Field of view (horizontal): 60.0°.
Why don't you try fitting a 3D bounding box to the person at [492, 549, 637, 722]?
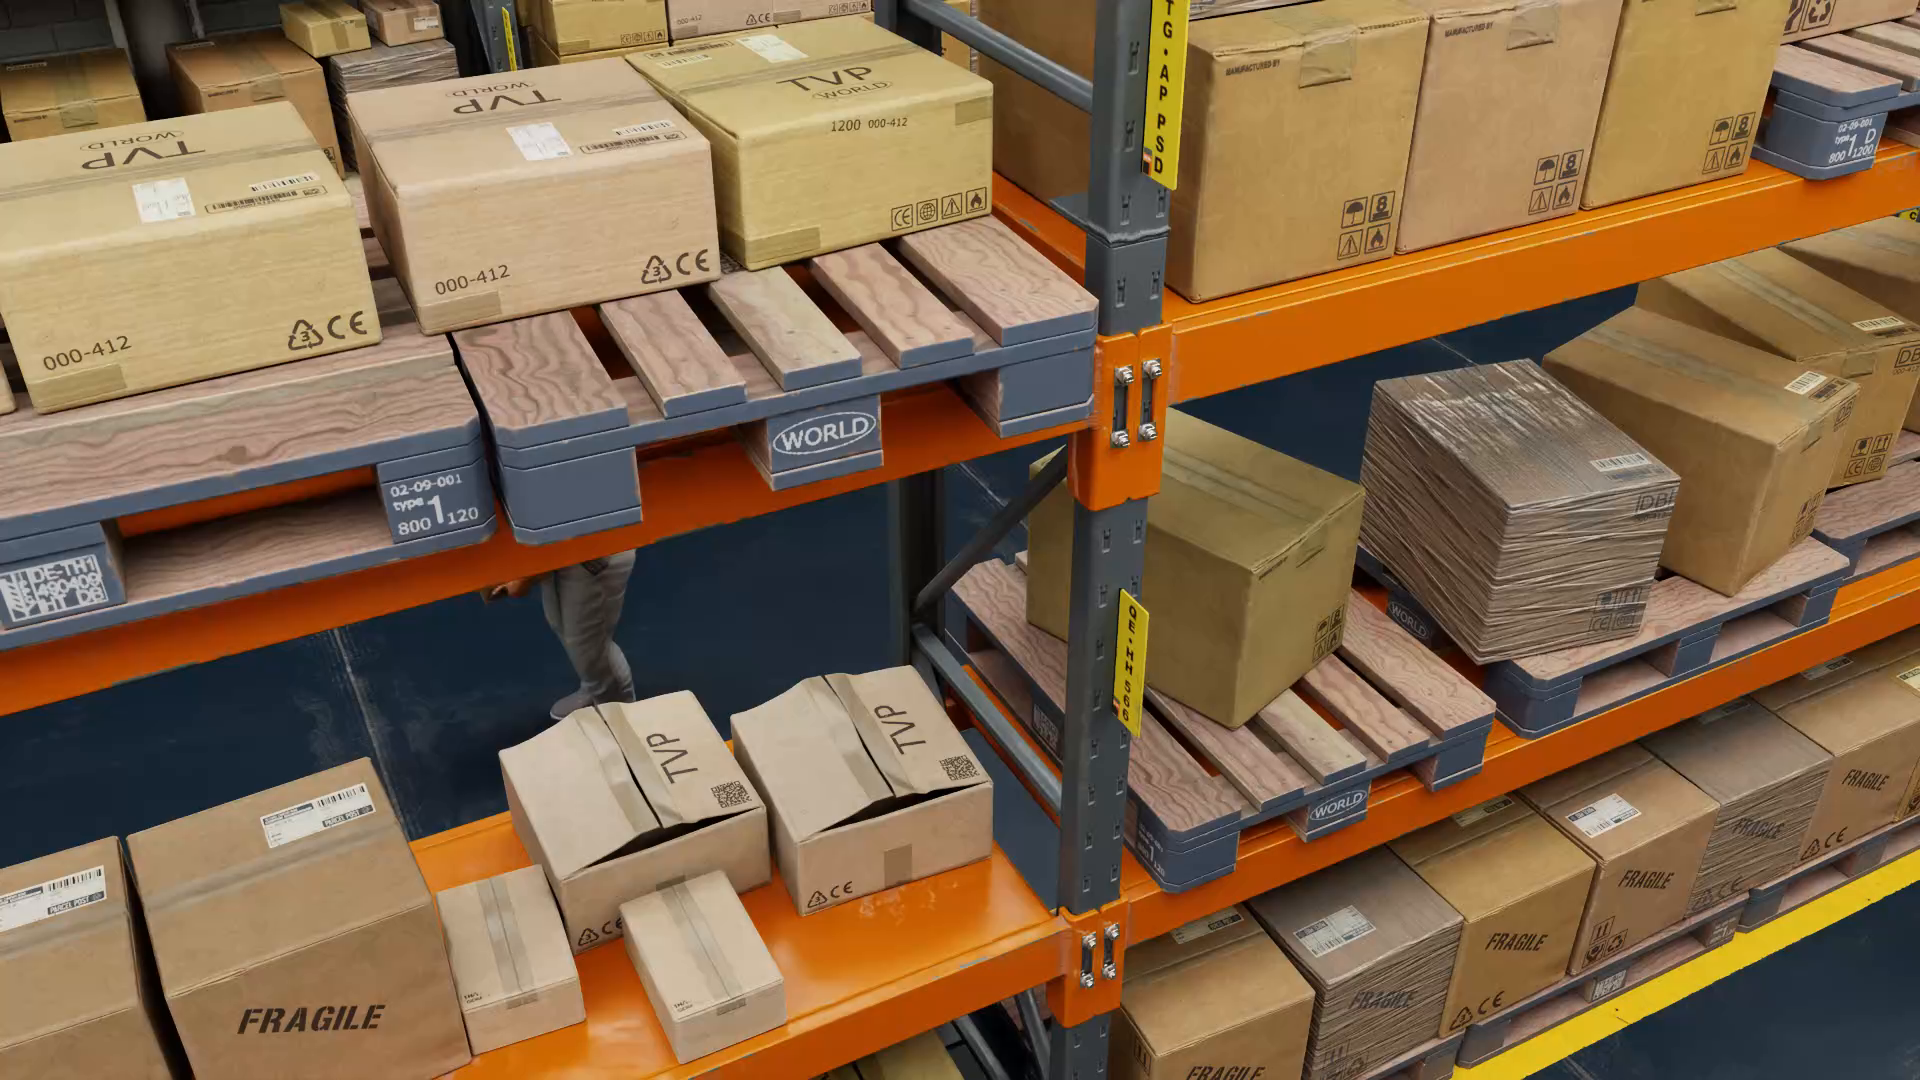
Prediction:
[{"bbox_3d":[-1.469,0.064,6.053,0.539,1.660,0.452,-17,37,-24],"label":"person"}]
